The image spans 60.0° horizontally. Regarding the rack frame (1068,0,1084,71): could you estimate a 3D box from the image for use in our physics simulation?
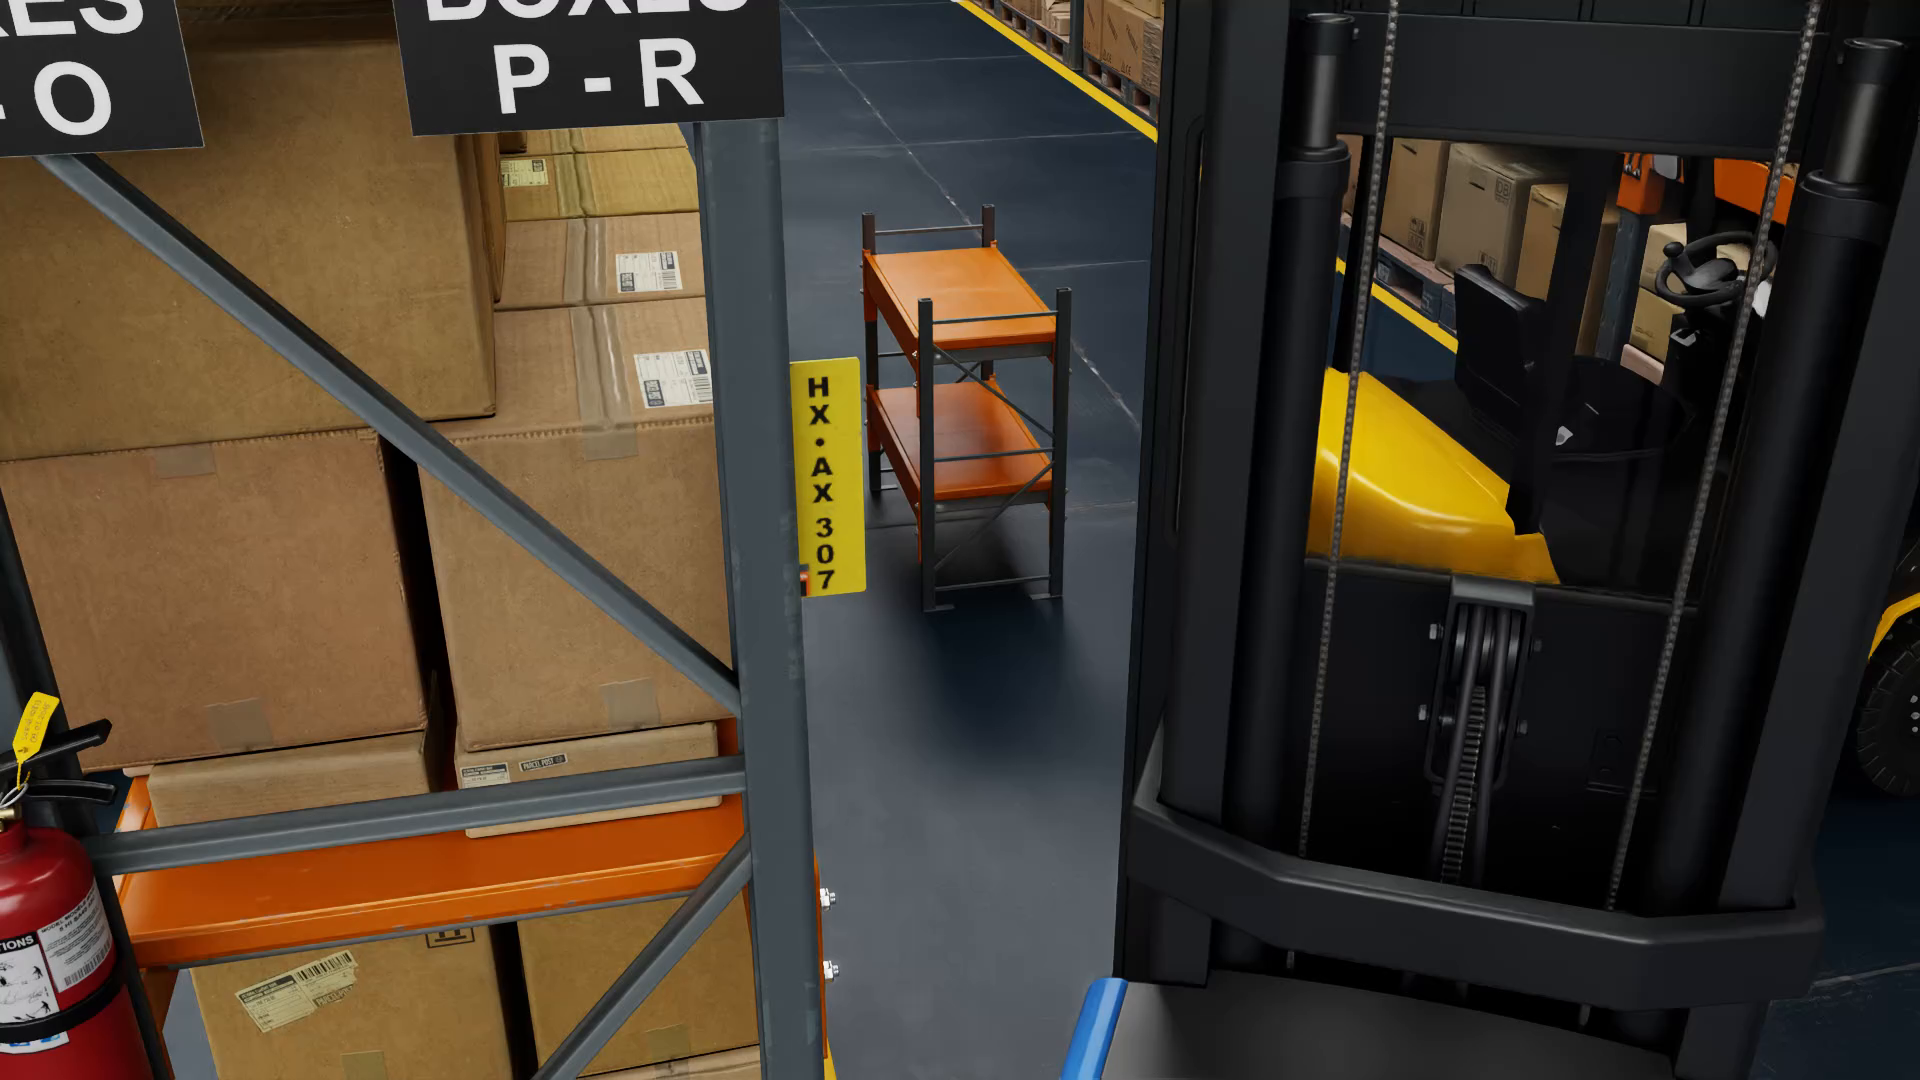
[{"bbox_3d":[1.429,-5.406,13.632,1.000,3.000,0.127,-6,27,-12],"label":"rack frame"}]

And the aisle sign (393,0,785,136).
[{"bbox_3d":[-0.385,-0.797,1.616,0.394,0.787,0.004,-6,27,-12],"label":"aisle sign"}]

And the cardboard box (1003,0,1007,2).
[{"bbox_3d":[0.728,-5.577,16.278,0.700,0.500,0.500,-5,27,-9],"label":"cardboard box"}]

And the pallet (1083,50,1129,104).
[{"bbox_3d":[1.650,-3.808,13.561,1.003,0.211,1.213,-6,27,-12],"label":"pallet"}]

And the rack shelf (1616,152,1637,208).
[{"bbox_3d":[2.782,-2.451,8.576,1.077,0.370,4.000,-6,27,-12],"label":"rack shelf"}]

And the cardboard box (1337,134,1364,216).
[{"bbox_3d":[2.613,-2.216,9.482,0.875,0.625,0.625,-5,27,-10],"label":"cardboard box"}]

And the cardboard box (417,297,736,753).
[{"bbox_3d":[-0.538,-0.046,2.571,0.500,0.500,0.500,-6,27,-12],"label":"cardboard box"}]

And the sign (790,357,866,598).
[{"bbox_3d":[-0.173,-0.074,2.107,0.100,0.325,0.005,-6,27,-12],"label":"sign"}]

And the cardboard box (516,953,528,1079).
[{"bbox_3d":[-1.151,1.069,3.388,0.500,0.250,0.500,-6,27,-12],"label":"cardboard box"}]

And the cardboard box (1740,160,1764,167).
[{"bbox_3d":[3.078,-1.718,6.213,0.500,0.500,0.500,-7,28,-13],"label":"cardboard box"}]

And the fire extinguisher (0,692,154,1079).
[{"bbox_3d":[-1.125,0.499,2.018,0.296,0.674,0.183,-6,27,-12],"label":"fire extinguisher"}]

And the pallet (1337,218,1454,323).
[{"bbox_3d":[2.750,-1.506,8.999,1.003,0.211,1.213,-6,27,-12],"label":"pallet"}]

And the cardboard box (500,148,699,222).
[{"bbox_3d":[-0.774,-0.497,3.464,0.500,0.500,0.500,-6,27,-13],"label":"cardboard box"}]

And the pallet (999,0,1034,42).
[{"bbox_3d":[0.997,-5.000,15.921,1.003,0.211,1.213,-6,27,-12],"label":"pallet"}]

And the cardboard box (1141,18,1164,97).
[{"bbox_3d":[1.668,-3.562,12.286,0.500,0.500,0.500,-7,28,-13],"label":"cardboard box"}]

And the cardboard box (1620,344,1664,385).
[{"bbox_3d":[3.019,-0.608,6.712,0.500,0.250,0.500,-6,27,-11],"label":"cardboard box"}]

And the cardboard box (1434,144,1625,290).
[{"bbox_3d":[2.936,-1.591,8.243,0.875,0.625,0.625,-6,27,-12],"label":"cardboard box"}]

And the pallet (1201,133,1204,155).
[{"bbox_3d":[2.199,-2.737,11.438,1.003,0.211,1.213,-6,27,-12],"label":"pallet"}]

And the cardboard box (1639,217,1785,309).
[{"bbox_3d":[3.036,-1.056,6.490,0.500,0.250,0.500,-6,27,-12],"label":"cardboard box"}]

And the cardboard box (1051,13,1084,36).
[{"bbox_3d":[1.018,-4.536,14.605,0.380,0.149,0.250,-7,28,-13],"label":"cardboard box"}]

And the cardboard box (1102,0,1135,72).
[{"bbox_3d":[1.449,-4.010,13.174,0.500,0.500,0.500,-6,27,-12],"label":"cardboard box"}]

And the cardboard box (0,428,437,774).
[{"bbox_3d":[-1.092,-0.020,2.520,0.500,0.500,0.500,-6,27,-13],"label":"cardboard box"}]

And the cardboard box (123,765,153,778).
[{"bbox_3d":[-1.159,0.237,2.730,0.380,0.149,0.250,-6,27,-12],"label":"cardboard box"}]

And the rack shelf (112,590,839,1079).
[{"bbox_3d":[-1.152,-0.189,4.095,1.077,0.370,4.000,-6,27,-12],"label":"rack shelf"}]

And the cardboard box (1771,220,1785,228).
[{"bbox_3d":[3.532,-1.104,6.585,0.500,0.250,0.500,-5,27,-11],"label":"cardboard box"}]

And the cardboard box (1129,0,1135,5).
[{"bbox_3d":[1.533,-4.239,12.907,0.380,0.149,0.250,-6,27,-12],"label":"cardboard box"}]

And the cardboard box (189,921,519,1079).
[{"bbox_3d":[-1.136,0.747,3.194,0.500,0.500,0.500,-6,27,-11],"label":"cardboard box"}]

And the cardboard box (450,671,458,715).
[{"bbox_3d":[-0.647,0.200,2.804,0.380,0.149,0.250,-6,27,-11],"label":"cardboard box"}]

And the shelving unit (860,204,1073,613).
[{"bbox_3d":[-0.002,-0.505,6.002,0.538,1.125,1.048,-6,27,-12],"label":"shelving unit"}]

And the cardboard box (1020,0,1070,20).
[{"bbox_3d":[0.962,-5.121,15.375,0.700,0.500,0.500,-7,28,-14],"label":"cardboard box"}]

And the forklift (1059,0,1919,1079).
[{"bbox_3d":[0.887,0.067,2.864,1.130,2.935,3.031,7,28,14],"label":"forklift"}]

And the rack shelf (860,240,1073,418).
[{"bbox_3d":[-0.002,-0.766,5.871,0.538,0.278,1.000,-6,27,-12],"label":"rack shelf"}]

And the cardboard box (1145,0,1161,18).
[{"bbox_3d":[1.606,-4.016,12.466,0.380,0.149,0.250,-5,27,-10],"label":"cardboard box"}]

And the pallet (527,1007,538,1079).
[{"bbox_3d":[-0.867,1.219,3.601,1.003,0.211,1.213,-6,27,-12],"label":"pallet"}]

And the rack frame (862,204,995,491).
[{"bbox_3d":[-0.116,-0.728,6.445,0.500,1.125,0.032,-6,27,-12],"label":"rack frame"}]

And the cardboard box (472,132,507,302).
[{"bbox_3d":[-1.136,-0.681,2.720,0.700,0.500,0.500,-6,27,-11],"label":"cardboard box"}]
